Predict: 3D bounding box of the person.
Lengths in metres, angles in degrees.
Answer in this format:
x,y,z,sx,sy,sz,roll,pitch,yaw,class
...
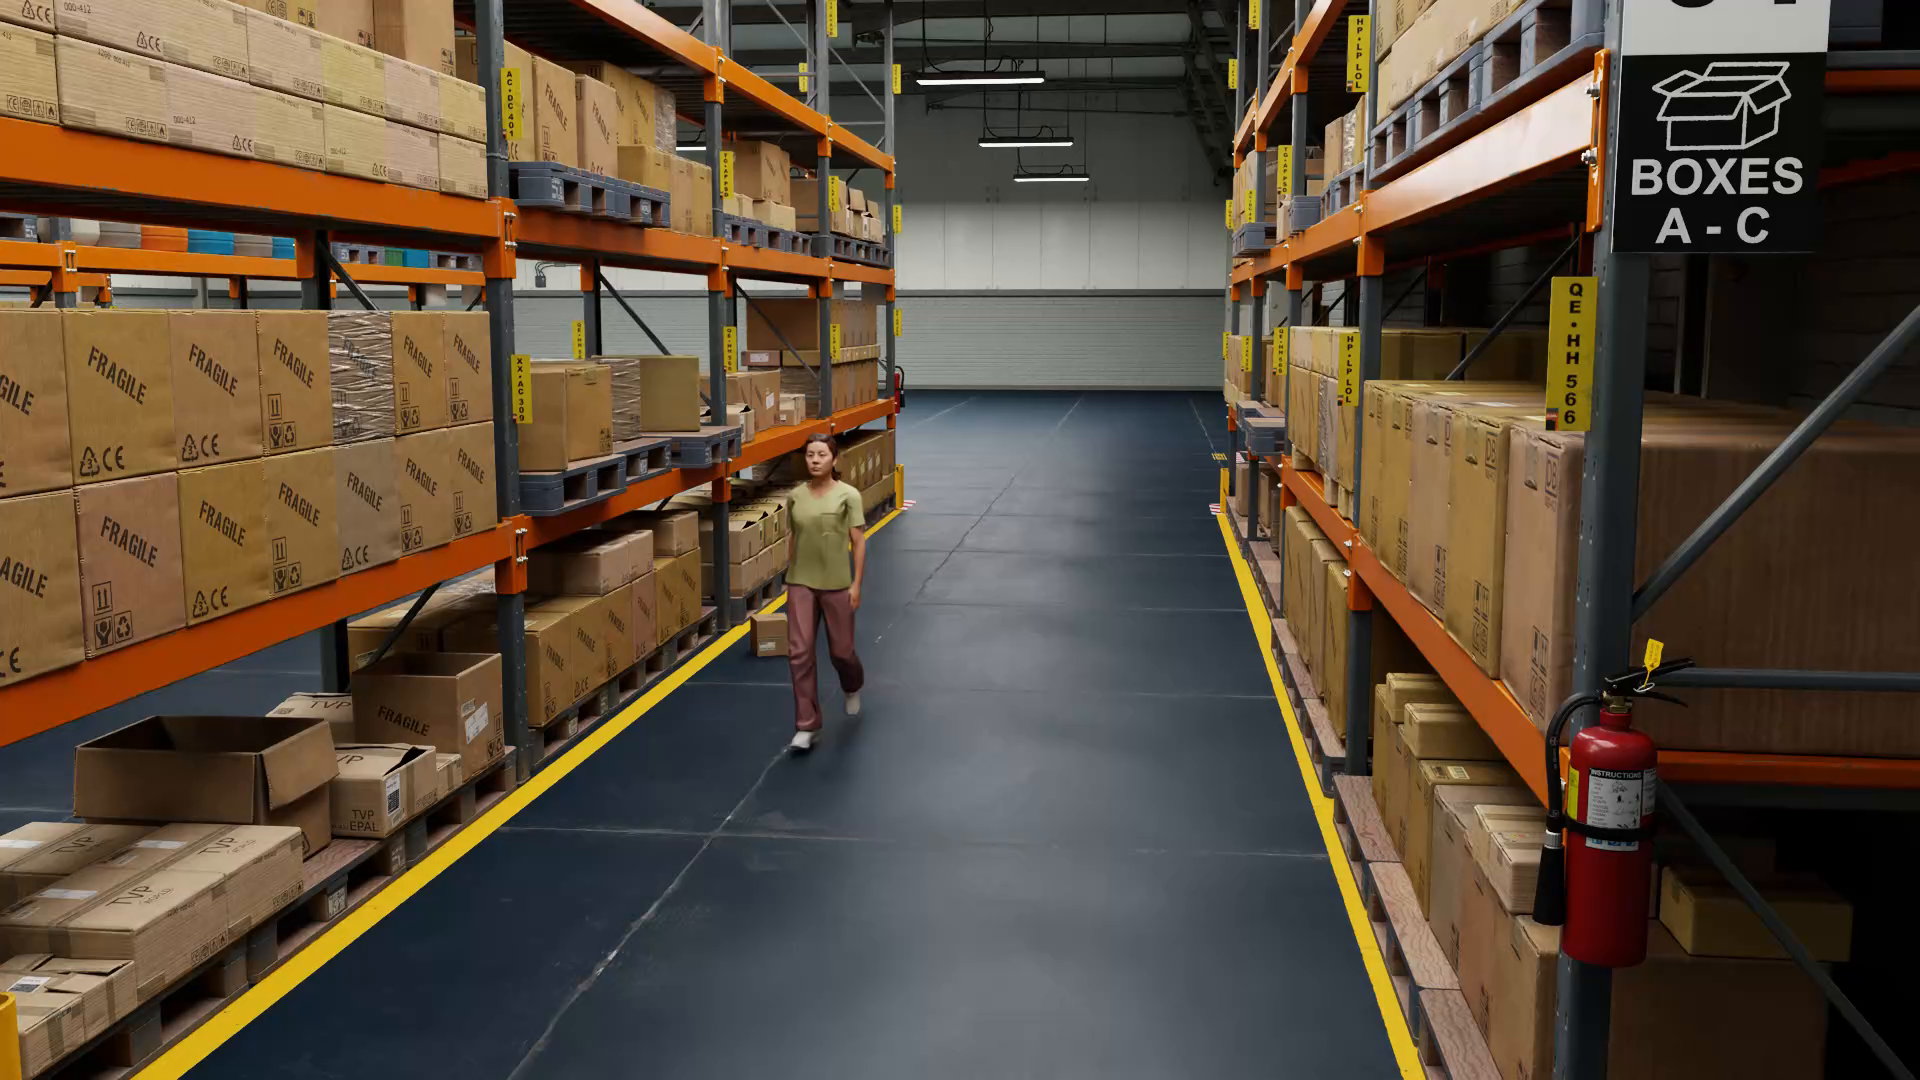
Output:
x,y,z,sx,sy,sz,roll,pitch,yaw,class
-0.719,0.247,8.923,0.446,1.639,0.798,1,8,9,person
